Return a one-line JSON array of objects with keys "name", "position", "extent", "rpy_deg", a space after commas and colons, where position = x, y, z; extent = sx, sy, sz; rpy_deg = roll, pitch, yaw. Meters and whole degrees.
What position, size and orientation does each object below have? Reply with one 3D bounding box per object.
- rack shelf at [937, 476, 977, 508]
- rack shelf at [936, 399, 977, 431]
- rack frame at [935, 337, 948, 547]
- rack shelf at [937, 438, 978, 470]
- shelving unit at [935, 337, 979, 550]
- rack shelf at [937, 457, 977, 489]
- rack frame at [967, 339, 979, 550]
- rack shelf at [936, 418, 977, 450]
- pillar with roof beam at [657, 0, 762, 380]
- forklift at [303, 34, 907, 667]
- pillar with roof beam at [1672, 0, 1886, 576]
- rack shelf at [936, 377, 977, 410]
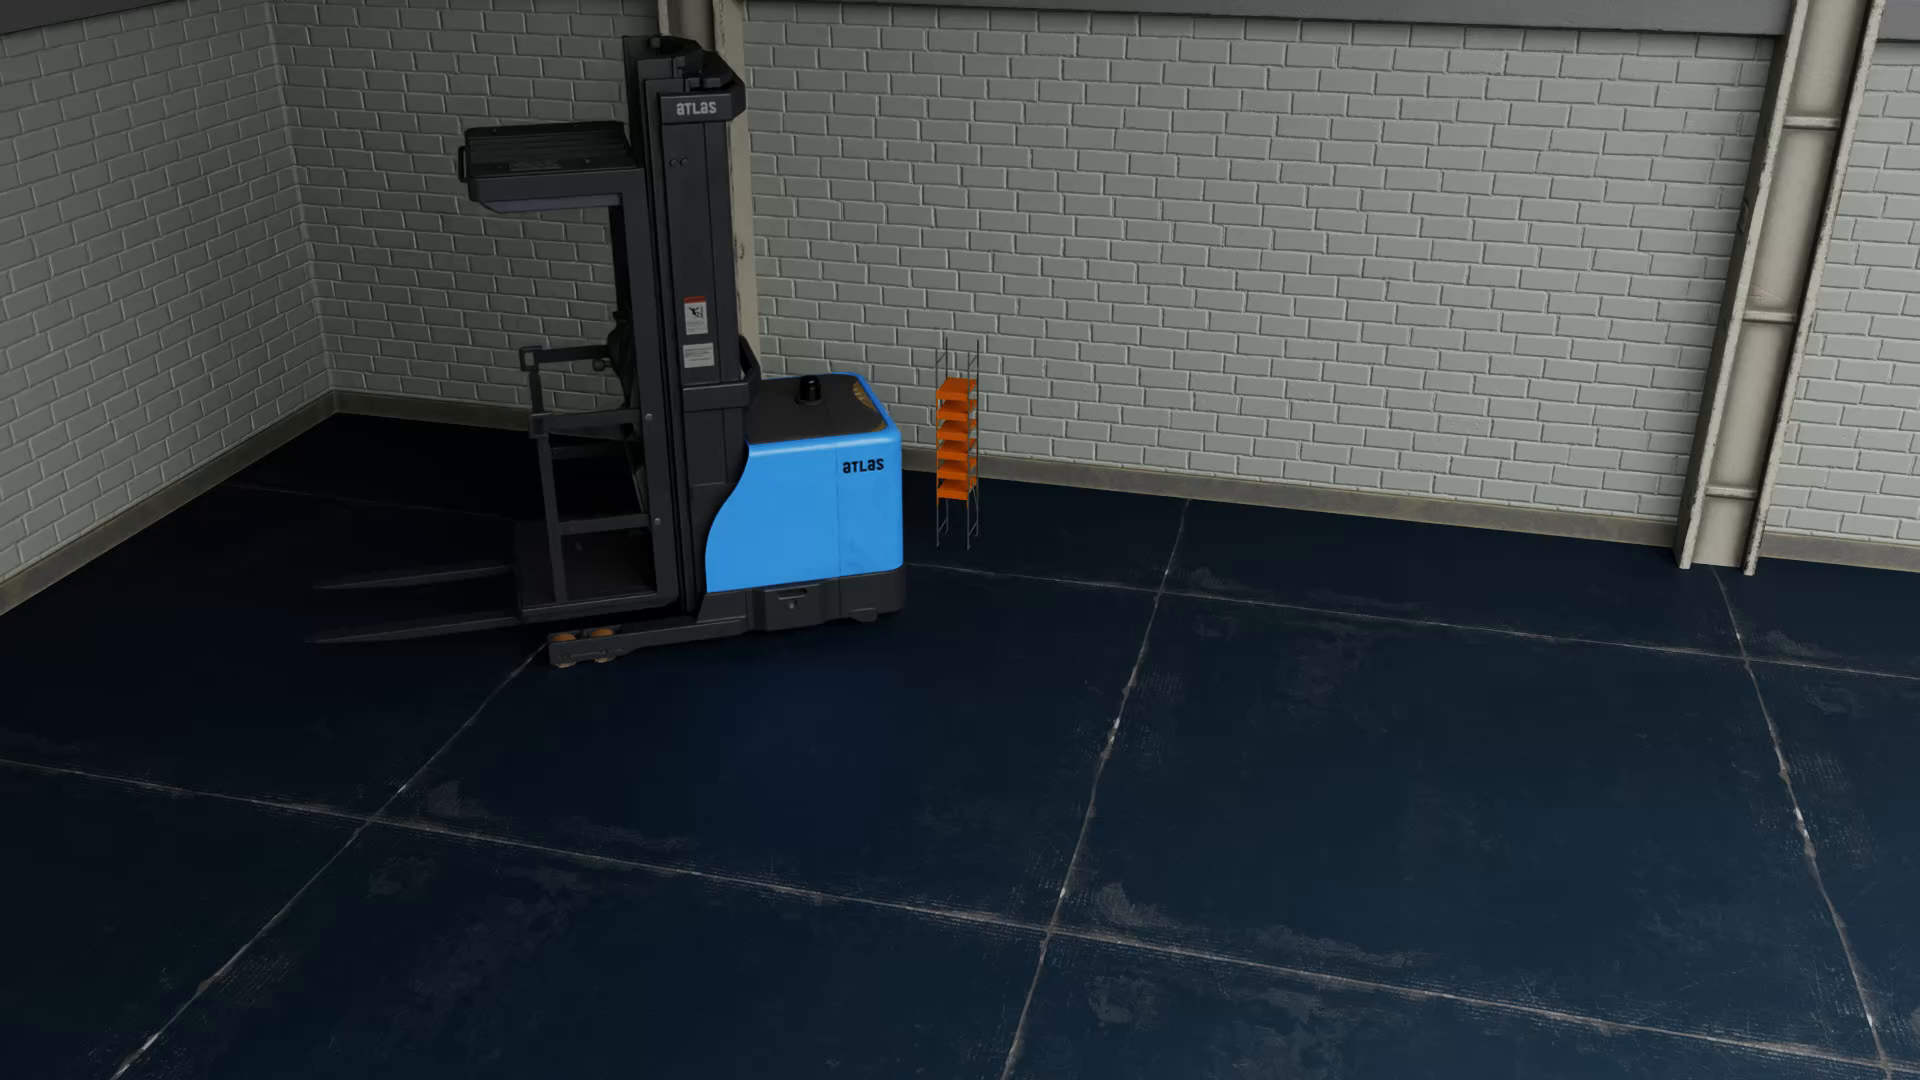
[{"name": "rack shelf", "position": [-0.014, -0.286, 9.618], "extent": [0.180, 0.103, 0.258], "rpy_deg": [6, 26, 13]}, {"name": "rack shelf", "position": [-0.014, -0.720, 9.411], "extent": [0.180, 0.103, 0.258], "rpy_deg": [6, 26, 13]}, {"name": "rack frame", "position": [-0.103, -0.553, 9.516], "extent": [0.006, 1.200, 0.240], "rpy_deg": [6, 26, 13]}, {"name": "rack shelf", "position": [-0.014, -0.503, 9.514], "extent": [0.180, 0.103, 0.258], "rpy_deg": [6, 26, 13]}, {"name": "shelving unit", "position": [-0.014, -0.543, 9.495], "extent": [0.189, 1.200, 0.258], "rpy_deg": [6, 26, 13]}, {"name": "rack shelf", "position": [-0.014, -0.395, 9.566], "extent": [0.180, 0.103, 0.258], "rpy_deg": [6, 26, 13]}, {"name": "rack frame", "position": [0.075, -0.533, 9.475], "extent": [0.006, 1.200, 0.240], "rpy_deg": [6, 26, 13]}, {"name": "rack shelf", "position": [-0.014, -0.612, 9.463], "extent": [0.180, 0.103, 0.258], "rpy_deg": [6, 26, 13]}, {"name": "pillar with roof beam", "position": [-2.581, -2.799, 5.160], "extent": [0.400, 9.000, 9.100], "rpy_deg": [6, 26, 13]}, {"name": "forklift", "position": [-1.861, -0.933, 8.299], "extent": [3.031, 2.935, 1.130], "rpy_deg": [-7, 26, -14]}, {"name": "pillar with roof beam", "position": [3.230, -2.156, 3.811], "extent": [0.400, 9.000, 9.100], "rpy_deg": [6, 26, 13]}, {"name": "rack shelf", "position": [-0.014, -0.828, 9.360], "extent": [0.180, 0.103, 0.258], "rpy_deg": [6, 26, 13]}]
